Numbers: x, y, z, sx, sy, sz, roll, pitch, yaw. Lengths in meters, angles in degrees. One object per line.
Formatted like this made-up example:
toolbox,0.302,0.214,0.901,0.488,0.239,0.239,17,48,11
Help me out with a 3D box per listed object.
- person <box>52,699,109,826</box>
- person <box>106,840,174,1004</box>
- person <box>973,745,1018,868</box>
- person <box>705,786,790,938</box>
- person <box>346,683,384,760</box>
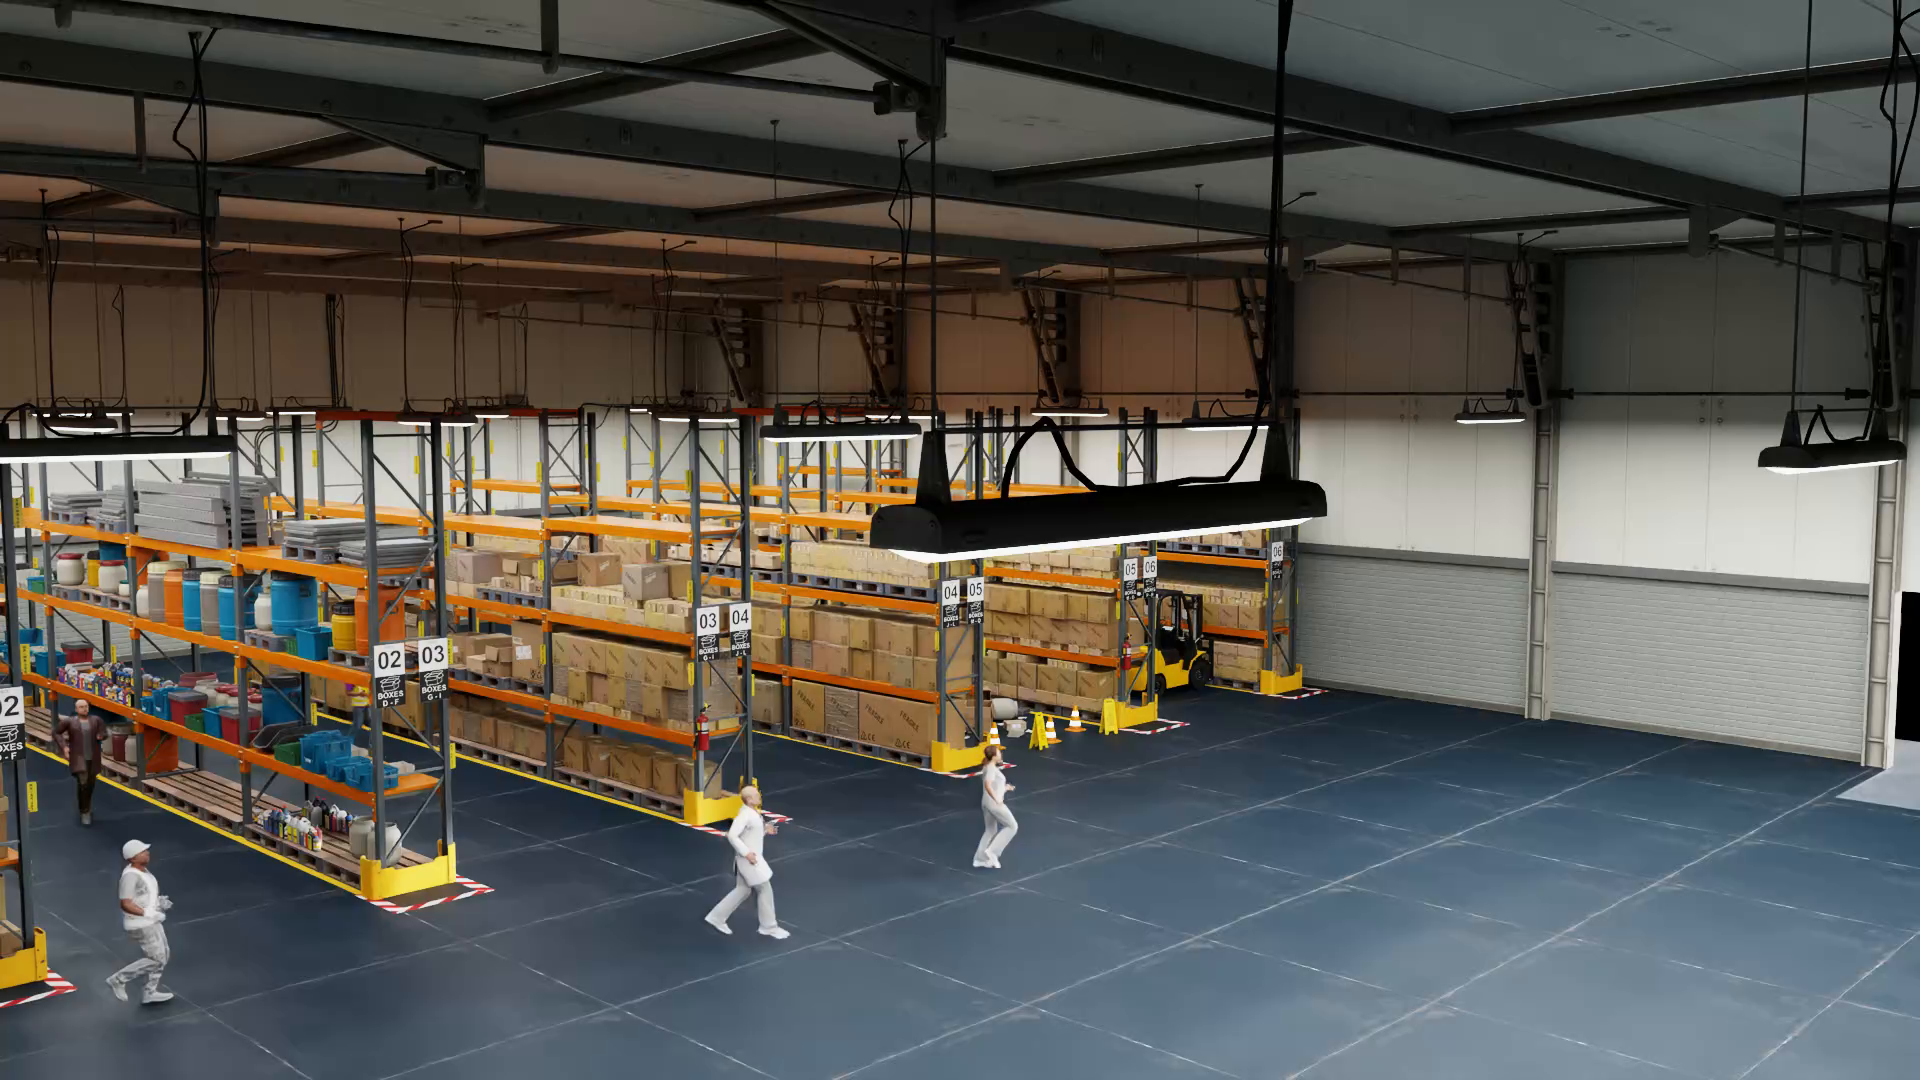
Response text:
person,-12.939,3.269,24.575,0.802,1.839,0.682,5,7,43
person,-8.480,3.945,17.166,0.624,1.732,0.681,-2,5,-21
person,0.475,3.541,22.142,0.637,1.640,0.539,-2,5,-20
person,-2.477,3.735,19.263,0.987,1.804,0.687,-1,5,-16
person,-10.379,2.885,28.872,0.890,1.796,0.640,5,7,43
